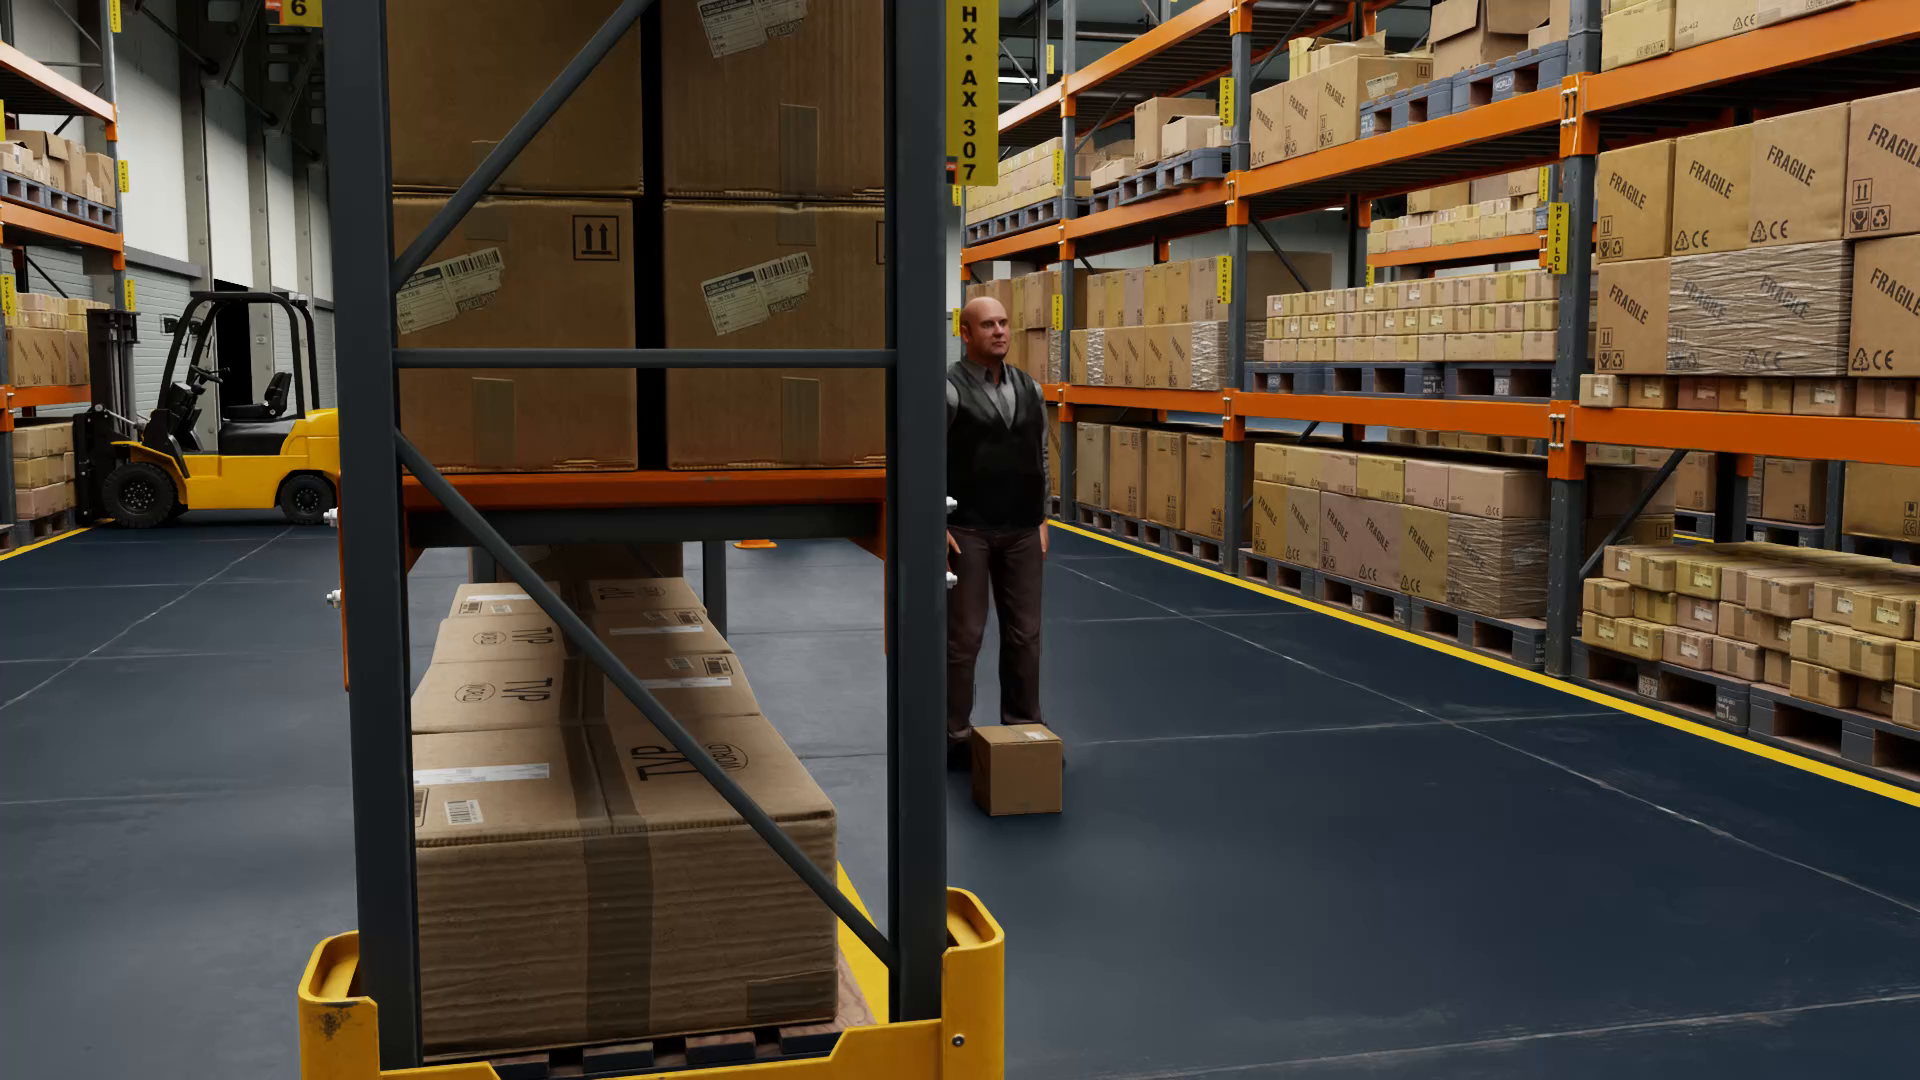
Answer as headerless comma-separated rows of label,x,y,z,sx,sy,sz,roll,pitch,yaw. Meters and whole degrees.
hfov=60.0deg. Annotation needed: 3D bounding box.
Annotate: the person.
person,0.113,-0.020,6.109,0.549,1.730,0.393,-3,7,-28
